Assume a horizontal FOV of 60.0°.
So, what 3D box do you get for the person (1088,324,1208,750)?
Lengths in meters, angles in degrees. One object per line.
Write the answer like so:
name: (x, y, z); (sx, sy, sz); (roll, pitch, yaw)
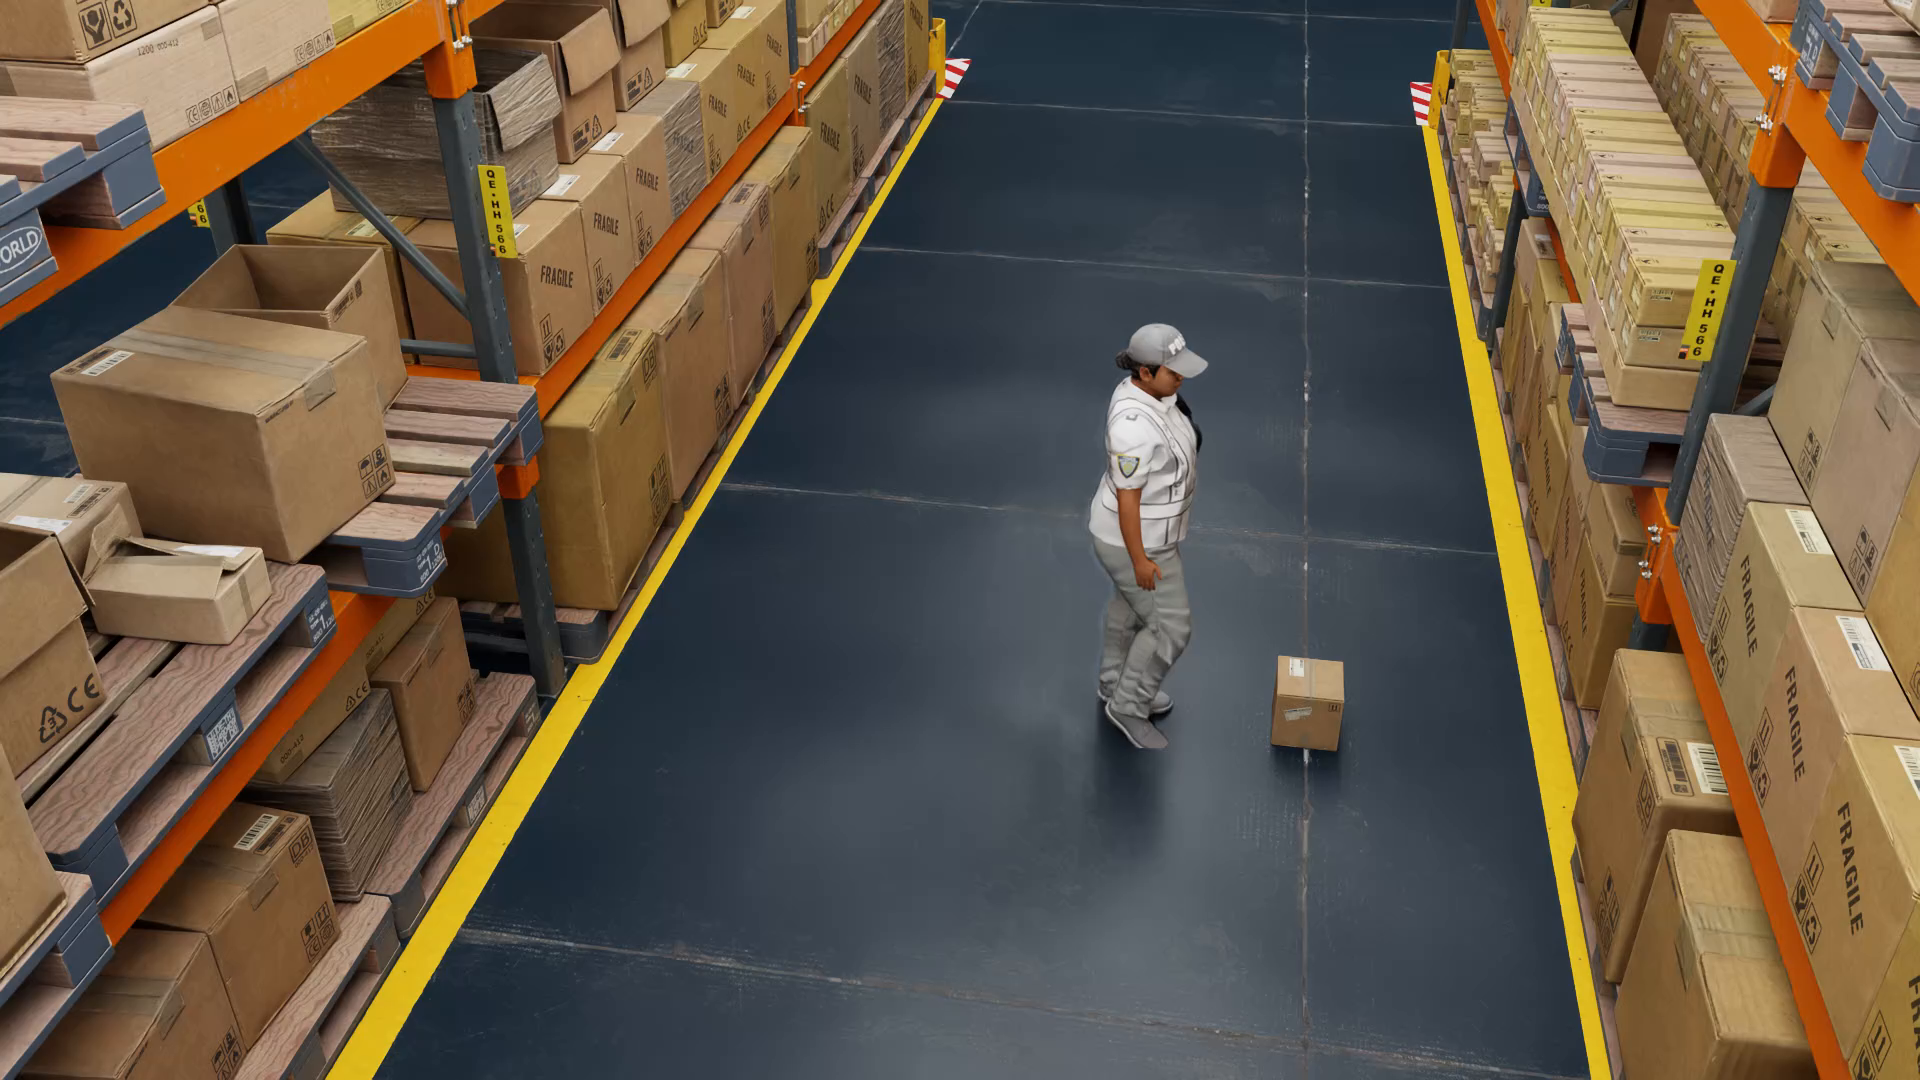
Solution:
person: (0.687, -0.014, 6.190); (0.416, 1.716, 0.495); (6, 33, 9)
